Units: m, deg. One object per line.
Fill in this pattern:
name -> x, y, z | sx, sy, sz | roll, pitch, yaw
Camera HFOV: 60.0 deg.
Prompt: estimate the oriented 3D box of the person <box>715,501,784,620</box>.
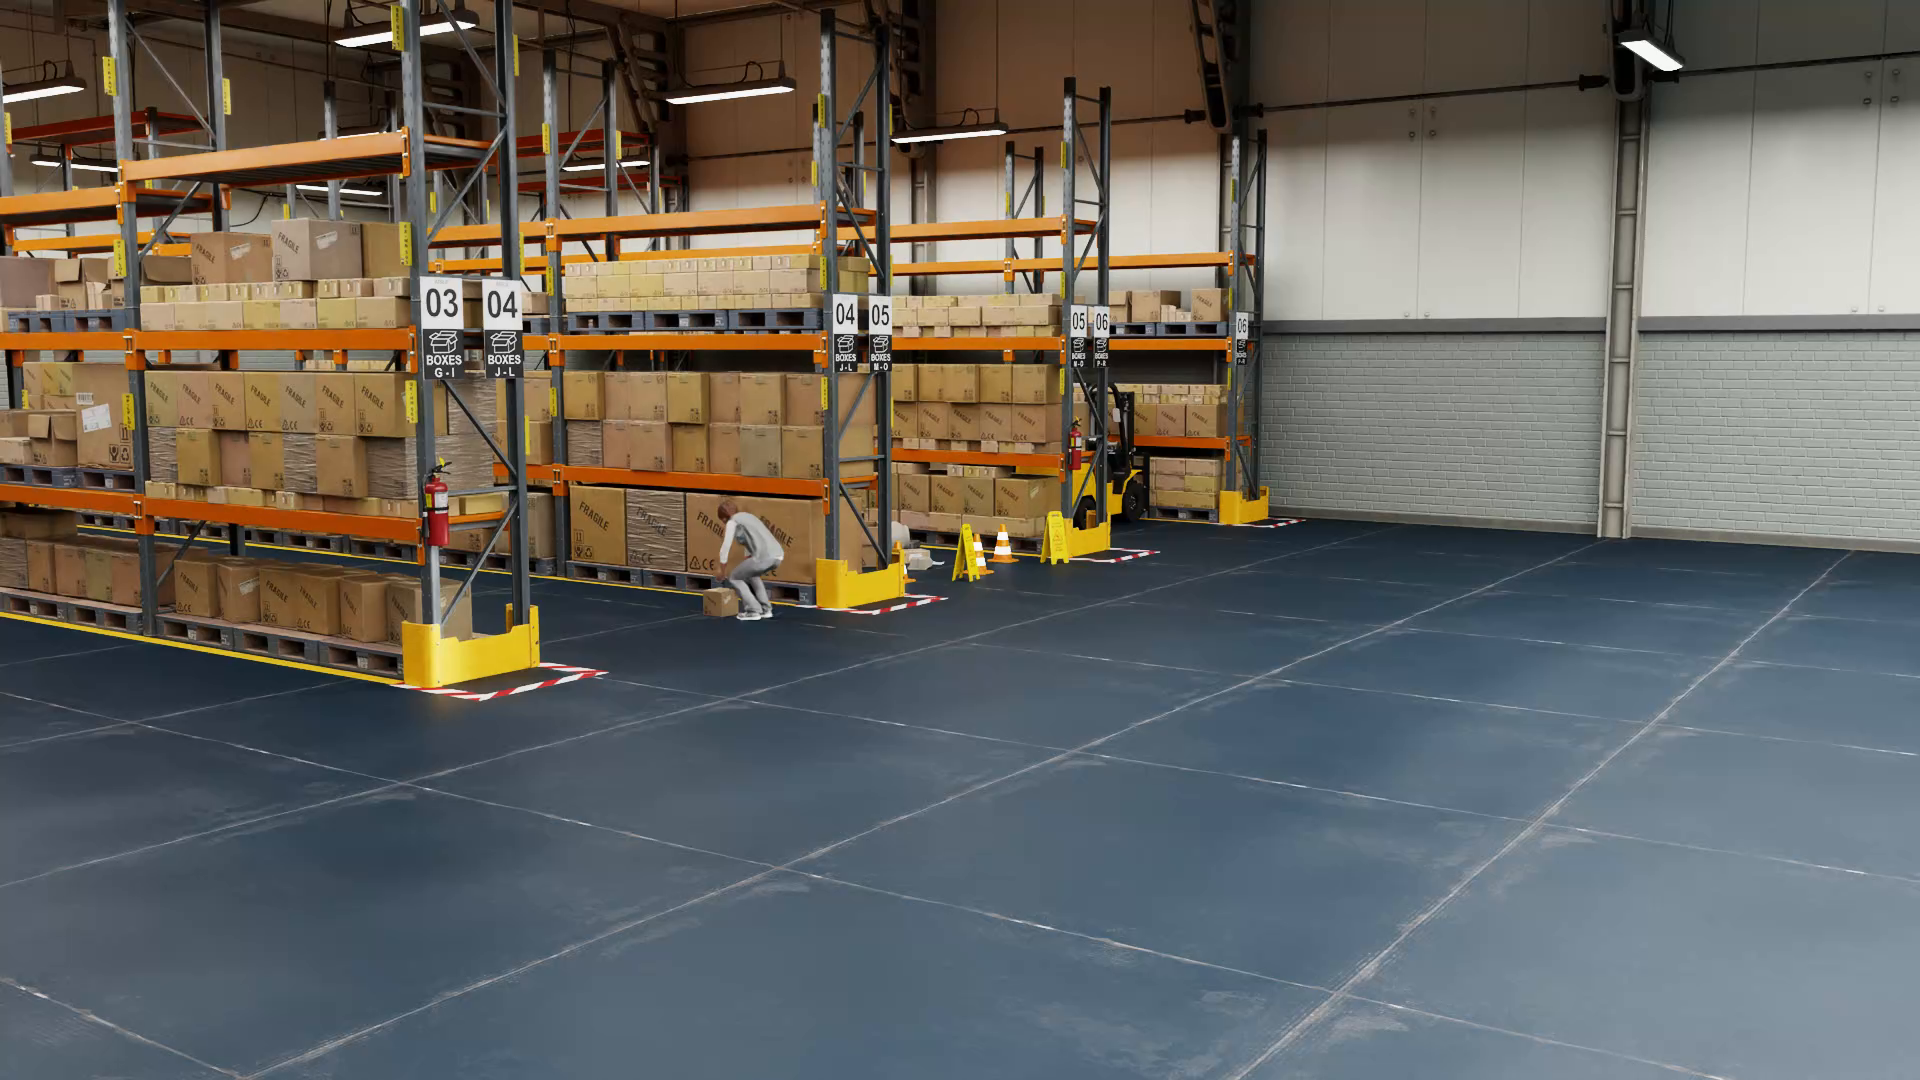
person -> -2.083, 0.214, 16.358 | 0.725, 1.140, 0.461 | 4, 8, 33
